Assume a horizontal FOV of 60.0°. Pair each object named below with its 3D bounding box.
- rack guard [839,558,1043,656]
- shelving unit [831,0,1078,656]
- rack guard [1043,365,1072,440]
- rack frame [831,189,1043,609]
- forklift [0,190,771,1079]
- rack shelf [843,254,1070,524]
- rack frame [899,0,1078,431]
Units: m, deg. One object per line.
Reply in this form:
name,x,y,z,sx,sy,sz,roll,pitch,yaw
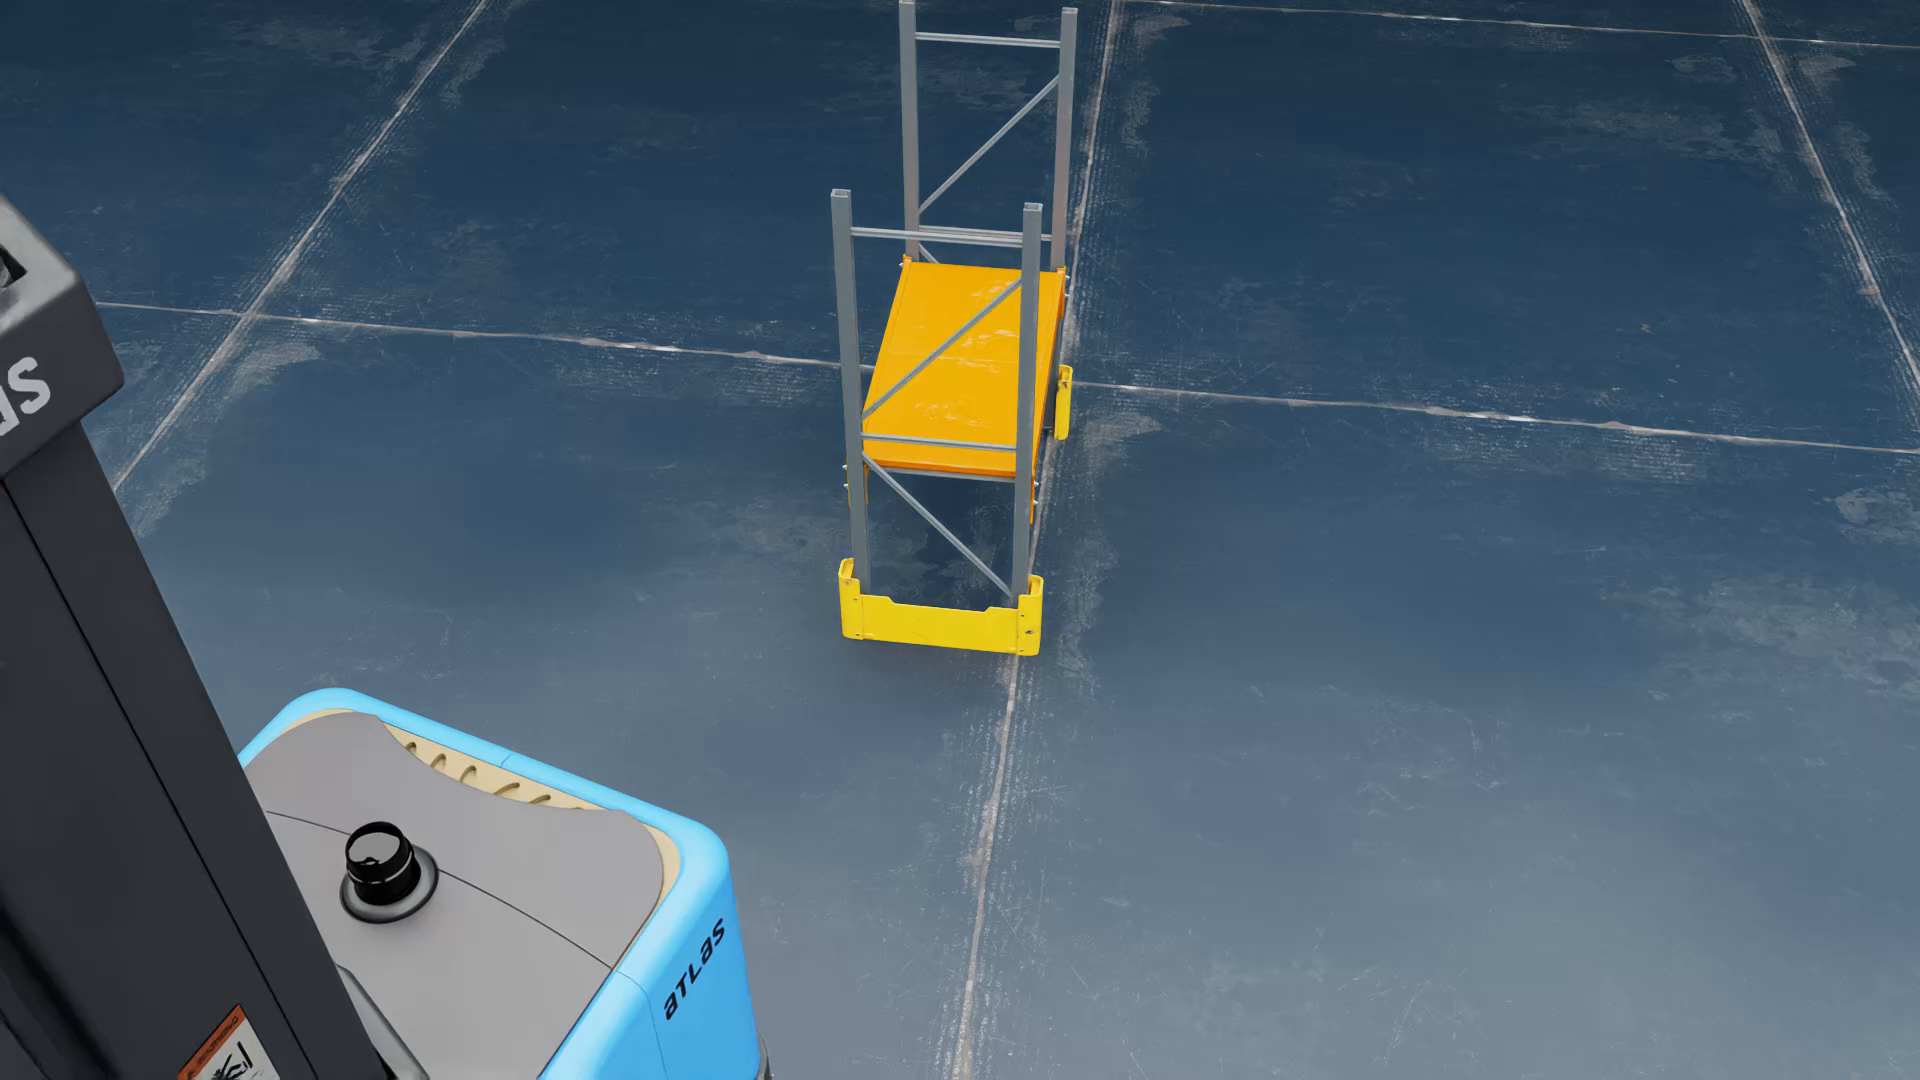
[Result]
rack guard,-0.056,0.197,4.860,0.587,0.250,0.087,5,44,6
shelving unit,0.010,-0.597,4.789,0.587,1.500,1.083,5,44,6
rack guard,0.076,-0.482,5.577,0.587,0.250,0.087,5,44,6
rack frame,-0.056,-0.256,4.430,0.500,1.500,0.032,5,44,6
forklift,-1.481,1.057,2.002,1.130,2.935,3.031,17,46,17
rack shelf,0.011,-0.472,4.919,0.538,0.185,1.000,5,44,6
rack frame,0.078,-0.949,5.162,0.500,1.500,0.032,5,44,6
